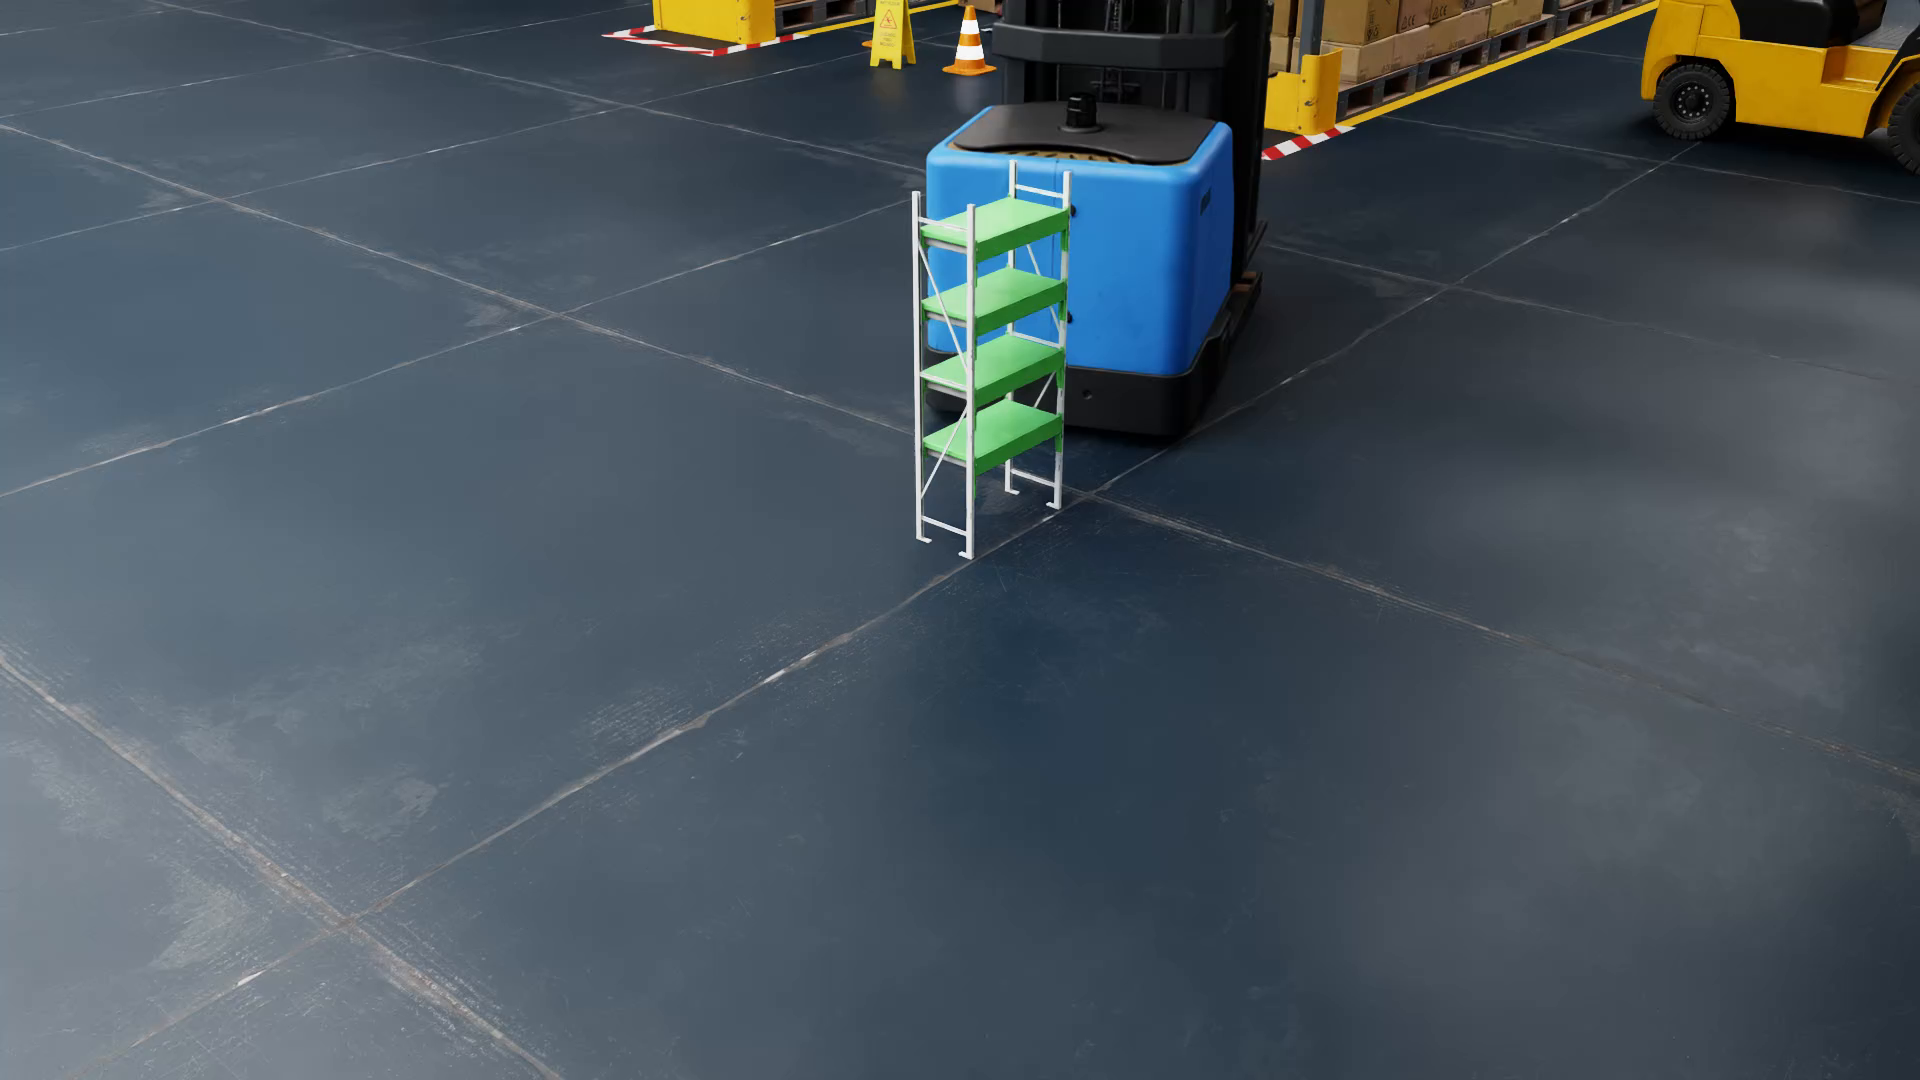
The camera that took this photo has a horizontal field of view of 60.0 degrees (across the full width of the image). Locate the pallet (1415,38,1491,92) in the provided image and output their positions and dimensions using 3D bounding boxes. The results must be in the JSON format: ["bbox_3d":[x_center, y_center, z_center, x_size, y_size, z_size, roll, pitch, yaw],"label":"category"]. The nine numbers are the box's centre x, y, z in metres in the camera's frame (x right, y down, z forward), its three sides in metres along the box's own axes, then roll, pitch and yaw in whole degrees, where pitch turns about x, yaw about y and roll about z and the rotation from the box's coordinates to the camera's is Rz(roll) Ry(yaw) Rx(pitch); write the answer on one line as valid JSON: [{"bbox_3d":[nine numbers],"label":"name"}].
[{"bbox_3d":[3.237,-3.618,12.420,1.003,0.211,1.213,21,34,34],"label":"pallet"}]

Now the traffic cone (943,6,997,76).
[{"bbox_3d":[0.073,-3.728,12.358,0.336,0.463,0.334,21,34,34],"label":"traffic cone"}]

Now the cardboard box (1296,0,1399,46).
[{"bbox_3d":[2.609,-3.633,11.134,0.500,0.500,0.500,19,33,33],"label":"cardboard box"}]

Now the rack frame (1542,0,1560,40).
[{"bbox_3d":[4.412,-5.539,13.099,1.000,3.000,0.127,21,34,34],"label":"rack frame"}]

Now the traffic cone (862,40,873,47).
[{"bbox_3d":[-0.582,-4.178,13.229,0.336,0.463,0.334,21,34,34],"label":"traffic cone"}]

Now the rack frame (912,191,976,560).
[{"bbox_3d":[-0.050,-0.505,5.327,0.240,1.200,0.015,21,34,34],"label":"rack frame"}]

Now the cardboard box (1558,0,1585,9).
[{"bbox_3d":[4.744,-4.745,13.967,0.950,0.372,0.625,21,34,35],"label":"cardboard box"}]

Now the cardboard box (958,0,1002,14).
[{"bbox_3d":[0.333,-4.991,14.756,0.500,0.500,0.500,-21,34,-35],"label":"cardboard box"}]

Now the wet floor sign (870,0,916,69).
[{"bbox_3d":[-0.507,-3.897,12.487,0.267,0.644,0.232,15,31,26],"label":"wet floor sign"}]

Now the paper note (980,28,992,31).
[{"bbox_3d":[0.265,-4.257,13.854,0.142,0.017,0.144,-15,31,-27],"label":"paper note"}]

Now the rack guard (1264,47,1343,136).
[{"bbox_3d":[1.916,-3.038,10.984,1.175,0.500,0.348,21,34,34],"label":"rack guard"}]

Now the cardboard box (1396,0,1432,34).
[{"bbox_3d":[2.938,-3.820,11.495,0.500,0.500,0.500,19,33,33],"label":"cardboard box"}]

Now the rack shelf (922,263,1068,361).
[{"bbox_3d":[0.105,-0.748,5.413,0.258,0.148,0.480,21,34,34],"label":"rack shelf"}]

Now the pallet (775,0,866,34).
[{"bbox_3d":[-1.568,-4.600,14.318,1.003,0.211,1.213,21,34,34],"label":"pallet"}]

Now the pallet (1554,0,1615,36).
[{"bbox_3d":[4.906,-4.577,14.274,1.003,0.211,1.213,21,34,34],"label":"pallet"}]

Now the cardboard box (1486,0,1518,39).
[{"bbox_3d":[3.913,-4.025,12.707,0.500,0.250,0.500,20,33,33],"label":"cardboard box"}]

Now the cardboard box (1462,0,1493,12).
[{"bbox_3d":[3.597,-4.187,12.205,0.500,0.500,0.500,23,35,37],"label":"cardboard box"}]

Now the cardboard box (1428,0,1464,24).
[{"bbox_3d":[3.264,-3.995,11.834,0.500,0.500,0.500,22,34,35],"label":"cardboard box"}]

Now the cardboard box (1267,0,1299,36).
[{"bbox_3d":[2.176,-3.780,11.417,0.500,0.500,0.500,21,34,35],"label":"cardboard box"}]

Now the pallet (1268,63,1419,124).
[{"bbox_3d":[2.460,-3.187,11.587,1.003,0.211,1.213,21,34,34],"label":"pallet"}]

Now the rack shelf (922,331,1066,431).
[{"bbox_3d":[0.105,-0.535,5.523,0.258,0.148,0.480,21,34,34],"label":"rack shelf"}]

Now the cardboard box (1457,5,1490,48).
[{"bbox_3d":[3.586,-3.846,12.361,0.500,0.250,0.500,21,34,35],"label":"cardboard box"}]

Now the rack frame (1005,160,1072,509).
[{"bbox_3d":[0.260,-0.678,5.661,0.240,1.200,0.015,21,34,34],"label":"rack frame"}]

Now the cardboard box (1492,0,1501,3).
[{"bbox_3d":[3.921,-4.368,12.555,0.500,0.500,0.500,21,34,35],"label":"cardboard box"}]

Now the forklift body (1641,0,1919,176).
[{"bbox_3d":[5.499,-3.500,10.081,2.313,2.155,1.214,21,34,34],"label":"forklift body"}]

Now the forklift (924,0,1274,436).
[{"bbox_3d":[0.782,-2.351,7.011,1.130,2.935,3.031,8,28,15],"label":"forklift"}]

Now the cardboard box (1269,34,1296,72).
[{"bbox_3d":[2.190,-3.460,11.615,0.500,0.250,0.500,21,34,34],"label":"cardboard box"}]

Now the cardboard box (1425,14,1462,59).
[{"bbox_3d":[3.262,-3.667,12.016,0.500,0.250,0.500,24,35,38],"label":"cardboard box"}]

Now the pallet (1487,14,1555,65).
[{"bbox_3d":[4.012,-4.052,13.259,1.003,0.211,1.213,21,34,34],"label":"pallet"}]

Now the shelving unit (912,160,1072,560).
[{"bbox_3d":[0.105,-0.592,5.494,0.258,1.200,0.503,21,34,34],"label":"shelving unit"}]

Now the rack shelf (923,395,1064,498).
[{"bbox_3d":[0.105,-0.322,5.634,0.258,0.148,0.480,21,34,34],"label":"rack shelf"}]

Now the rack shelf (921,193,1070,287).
[{"bbox_3d":[0.105,-0.961,5.303,0.258,0.148,0.480,21,34,34],"label":"rack shelf"}]

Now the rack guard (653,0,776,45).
[{"bbox_3d":[-2.031,-4.413,13.643,1.175,0.500,0.348,21,34,34],"label":"rack guard"}]

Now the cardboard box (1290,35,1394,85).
[{"bbox_3d":[2.594,-3.291,11.289,0.500,0.250,0.500,20,34,34],"label":"cardboard box"}]

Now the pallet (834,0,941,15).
[{"bbox_3d":[-0.791,-5.030,15.150,1.003,0.211,1.213,21,34,34],"label":"pallet"}]

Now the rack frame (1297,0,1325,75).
[{"bbox_3d":[1.868,-4.121,10.358,1.000,3.000,0.127,21,34,34],"label":"rack frame"}]

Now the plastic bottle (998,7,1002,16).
[{"bbox_3d":[0.481,-4.591,14.463,0.283,0.061,0.133,9,29,17],"label":"plastic bottle"}]

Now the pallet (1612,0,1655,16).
[{"bbox_3d":[5.682,-5.012,15.114,1.003,0.211,1.213,21,34,34],"label":"pallet"}]

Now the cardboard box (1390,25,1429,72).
[{"bbox_3d":[2.925,-3.470,11.635,0.500,0.250,0.500,22,35,36],"label":"cardboard box"}]

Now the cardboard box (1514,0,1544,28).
[{"bbox_3d":[4.244,-4.216,13.077,0.500,0.250,0.500,23,35,37],"label":"cardboard box"}]

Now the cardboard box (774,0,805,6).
[{"bbox_3d":[-1.636,-5.034,13.979,0.875,0.875,0.875,21,34,35],"label":"cardboard box"}]
